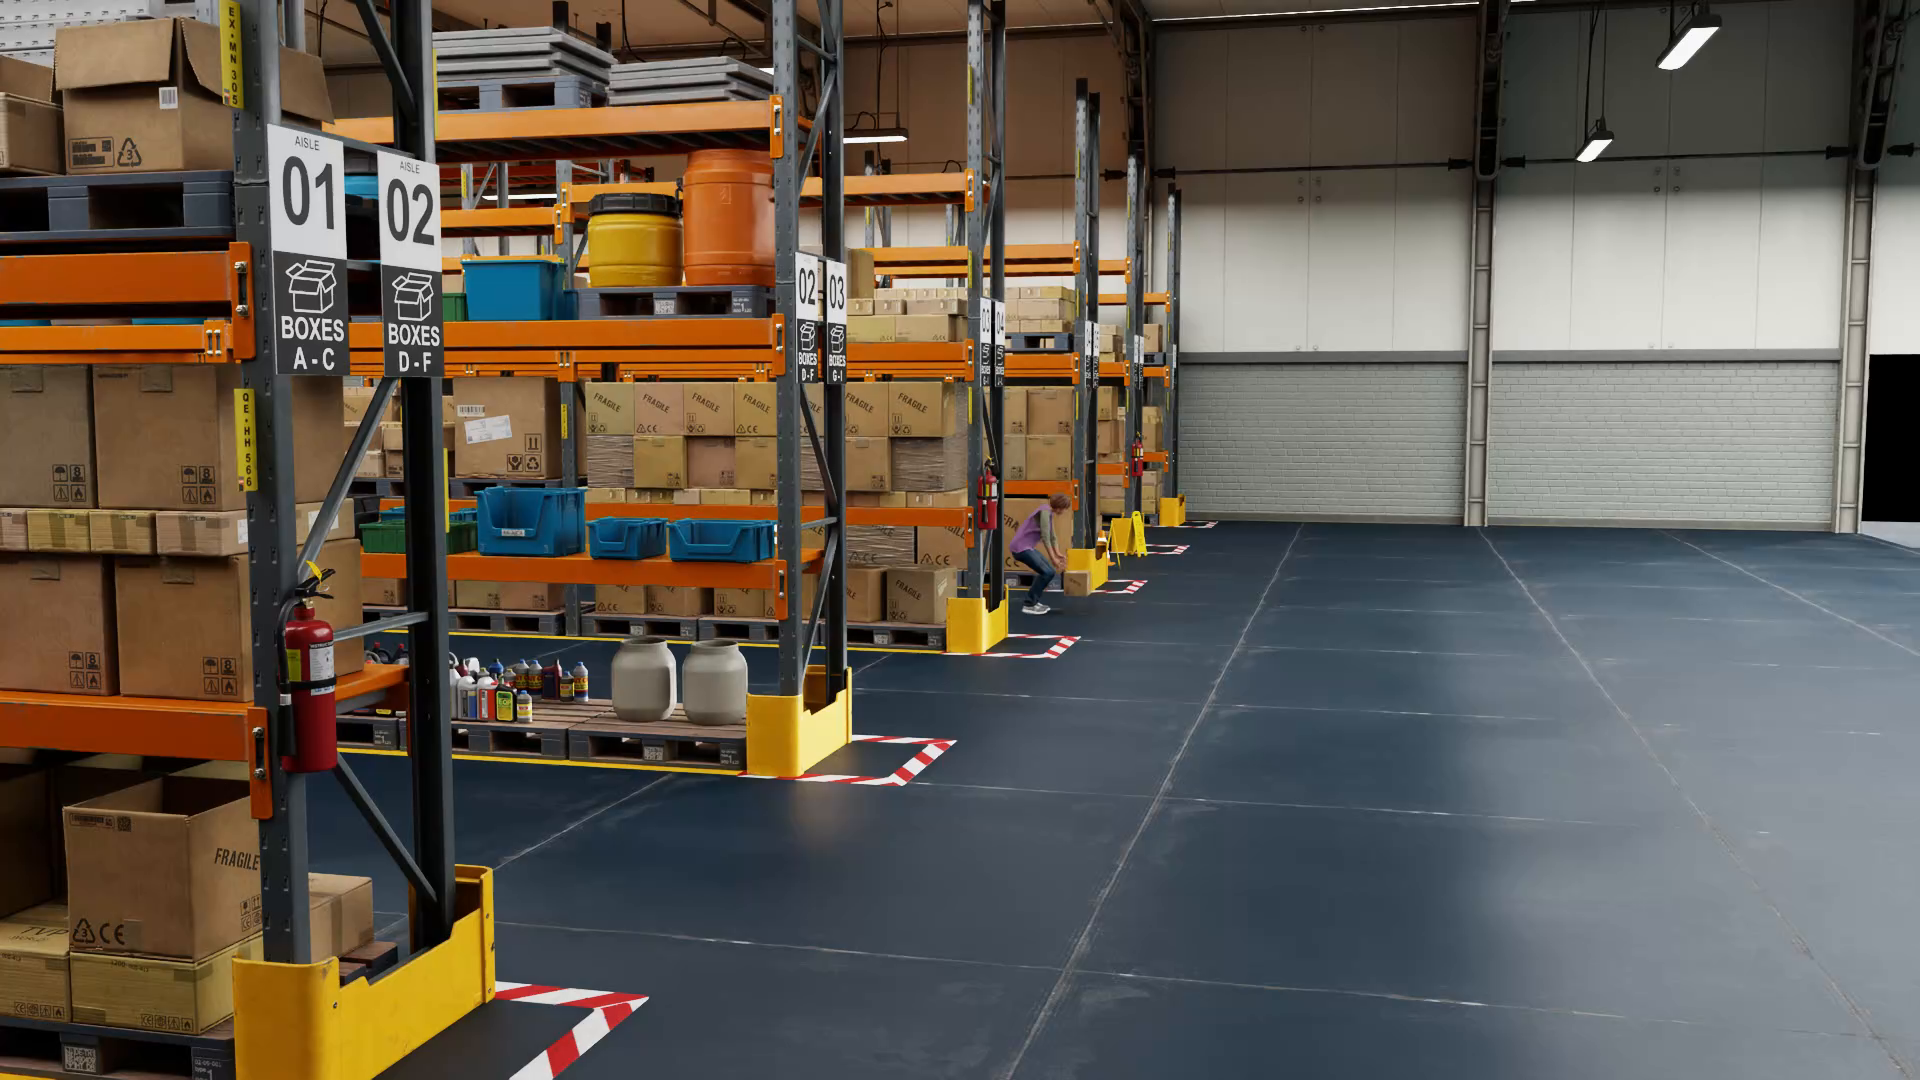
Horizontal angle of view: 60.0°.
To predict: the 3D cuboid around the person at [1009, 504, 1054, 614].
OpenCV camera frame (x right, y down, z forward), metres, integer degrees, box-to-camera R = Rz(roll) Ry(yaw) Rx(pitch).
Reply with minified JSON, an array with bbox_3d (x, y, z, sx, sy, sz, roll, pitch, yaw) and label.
[{"bbox_3d":[0.765,0.196,17.866,0.479,1.170,0.379,1,5,14],"label":"person"}]
